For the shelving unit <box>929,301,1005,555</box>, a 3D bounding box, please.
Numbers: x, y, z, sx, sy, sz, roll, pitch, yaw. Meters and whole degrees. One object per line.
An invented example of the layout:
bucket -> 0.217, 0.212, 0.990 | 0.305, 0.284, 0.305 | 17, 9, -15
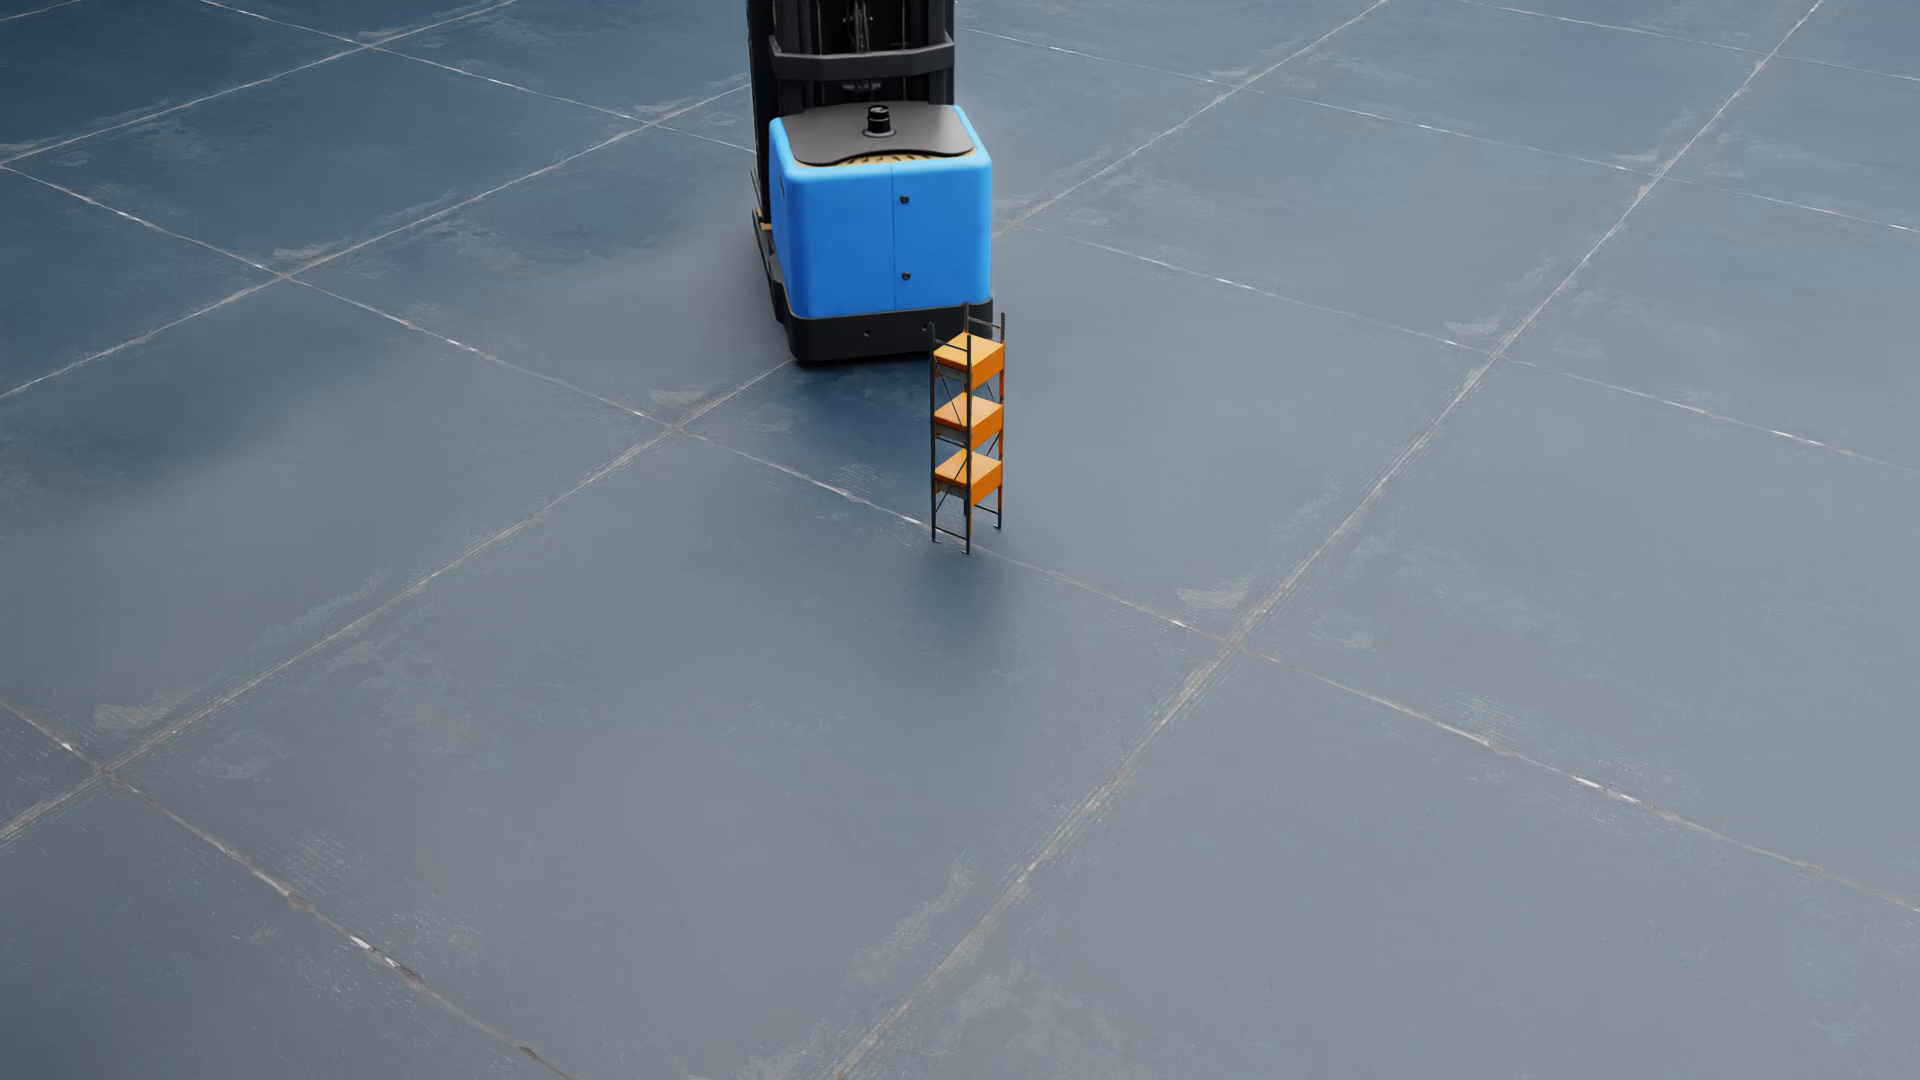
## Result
shelving unit -> 0.031, -0.460, 6.992 | 0.215, 1.050, 0.252 | 21, 39, 28

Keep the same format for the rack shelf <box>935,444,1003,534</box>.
rack shelf -> 0.031, -0.221, 7.154 | 0.215, 0.259, 0.240 | 21, 39, 28

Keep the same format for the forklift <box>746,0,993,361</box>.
forklift -> -0.624, -2.942, 8.984 | 1.130, 2.935, 3.031 | -6, 35, -9

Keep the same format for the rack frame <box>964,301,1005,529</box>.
rack frame -> 0.100, -0.516, 7.075 | 0.200, 1.050, 0.008 | 21, 39, 28

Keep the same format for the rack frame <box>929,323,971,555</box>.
rack frame -> -0.039, -0.403, 6.909 | 0.200, 1.050, 0.008 | 21, 39, 28

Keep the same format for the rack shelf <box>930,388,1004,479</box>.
rack shelf -> 0.031, -0.451, 6.998 | 0.215, 0.259, 0.240 | 21, 39, 28

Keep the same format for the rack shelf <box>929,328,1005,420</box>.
rack shelf -> 0.031, -0.686, 6.839 | 0.215, 0.259, 0.240 | 21, 39, 28
